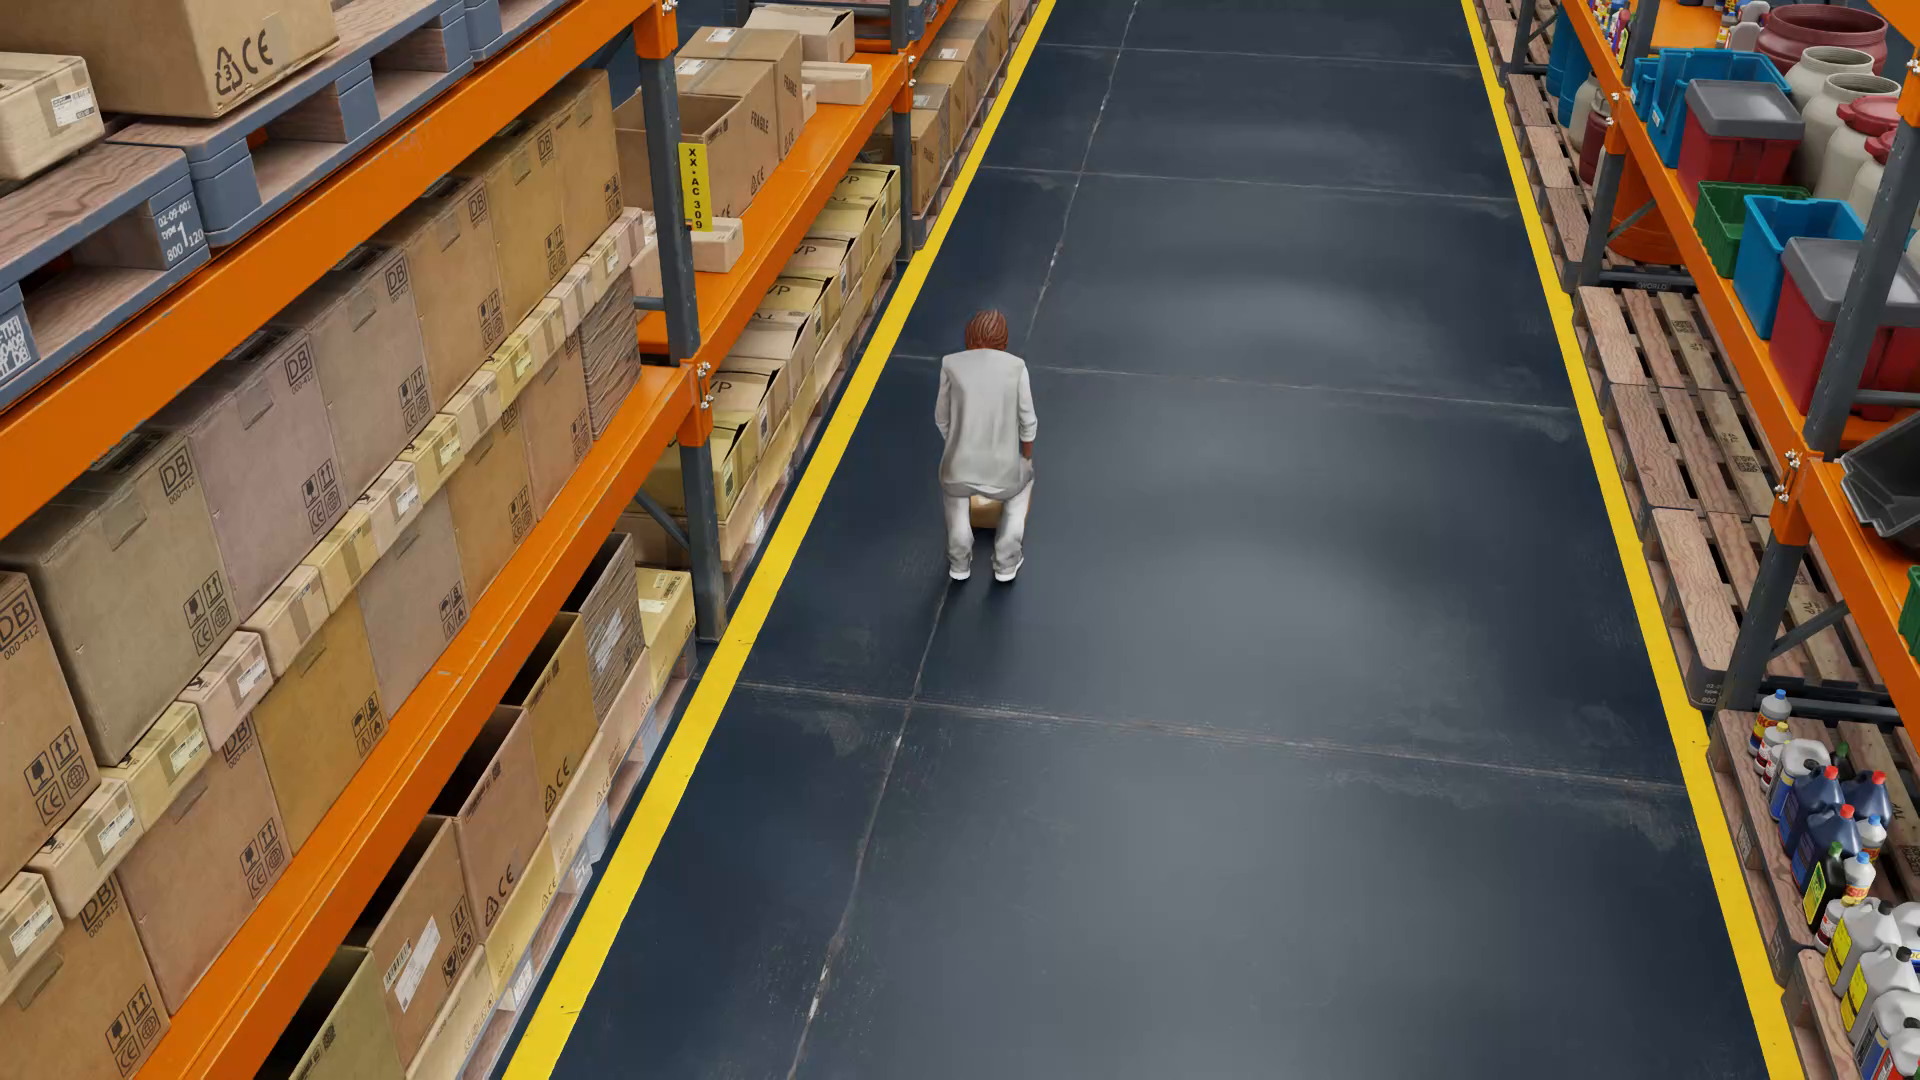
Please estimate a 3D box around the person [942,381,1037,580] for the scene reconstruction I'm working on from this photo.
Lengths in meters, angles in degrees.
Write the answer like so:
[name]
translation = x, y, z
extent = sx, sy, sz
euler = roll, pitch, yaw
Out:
[person]
translation = 0.129, -0.220, 7.363
extent = 0.422, 0.725, 0.850
euler = 5, 33, 7
